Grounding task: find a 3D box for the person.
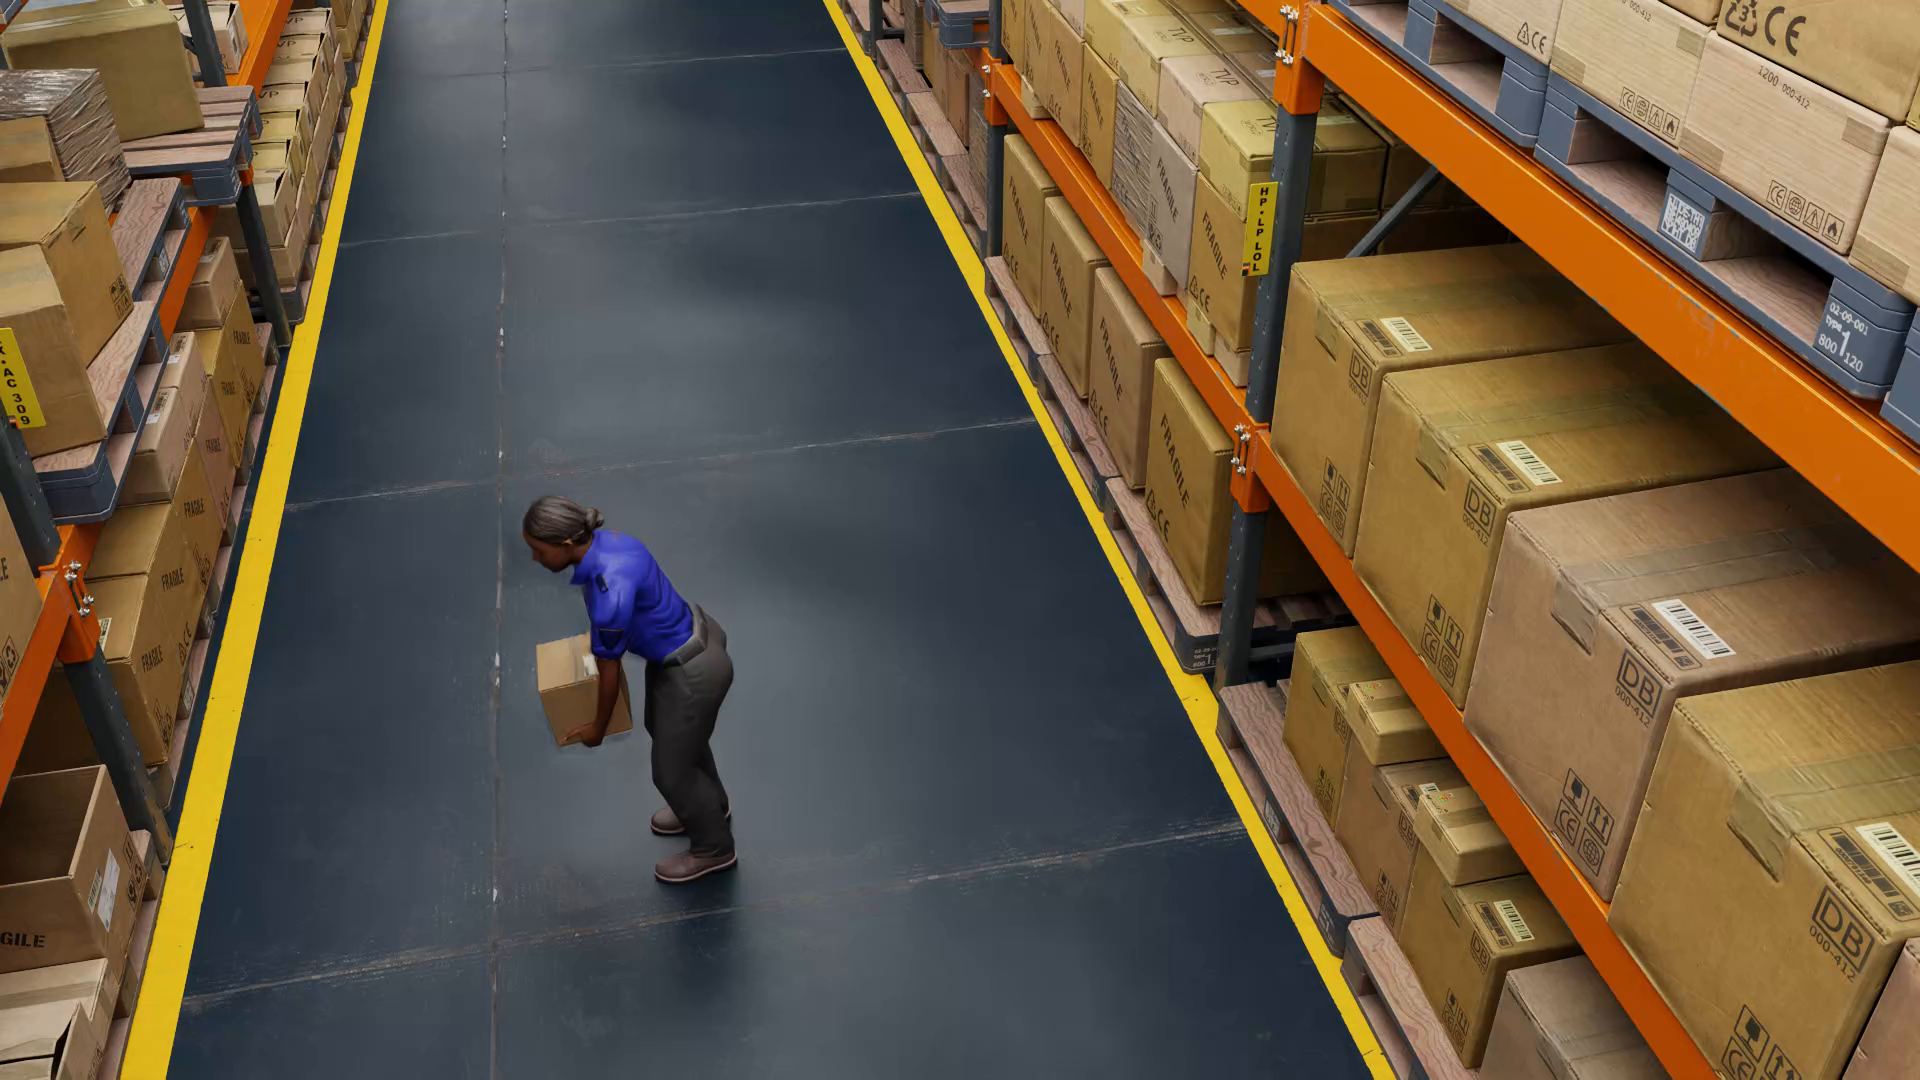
[{"bbox_3d":[-0.946,0.417,5.537,0.353,1.661,0.488,-8,35,-11],"label":"person"}]
